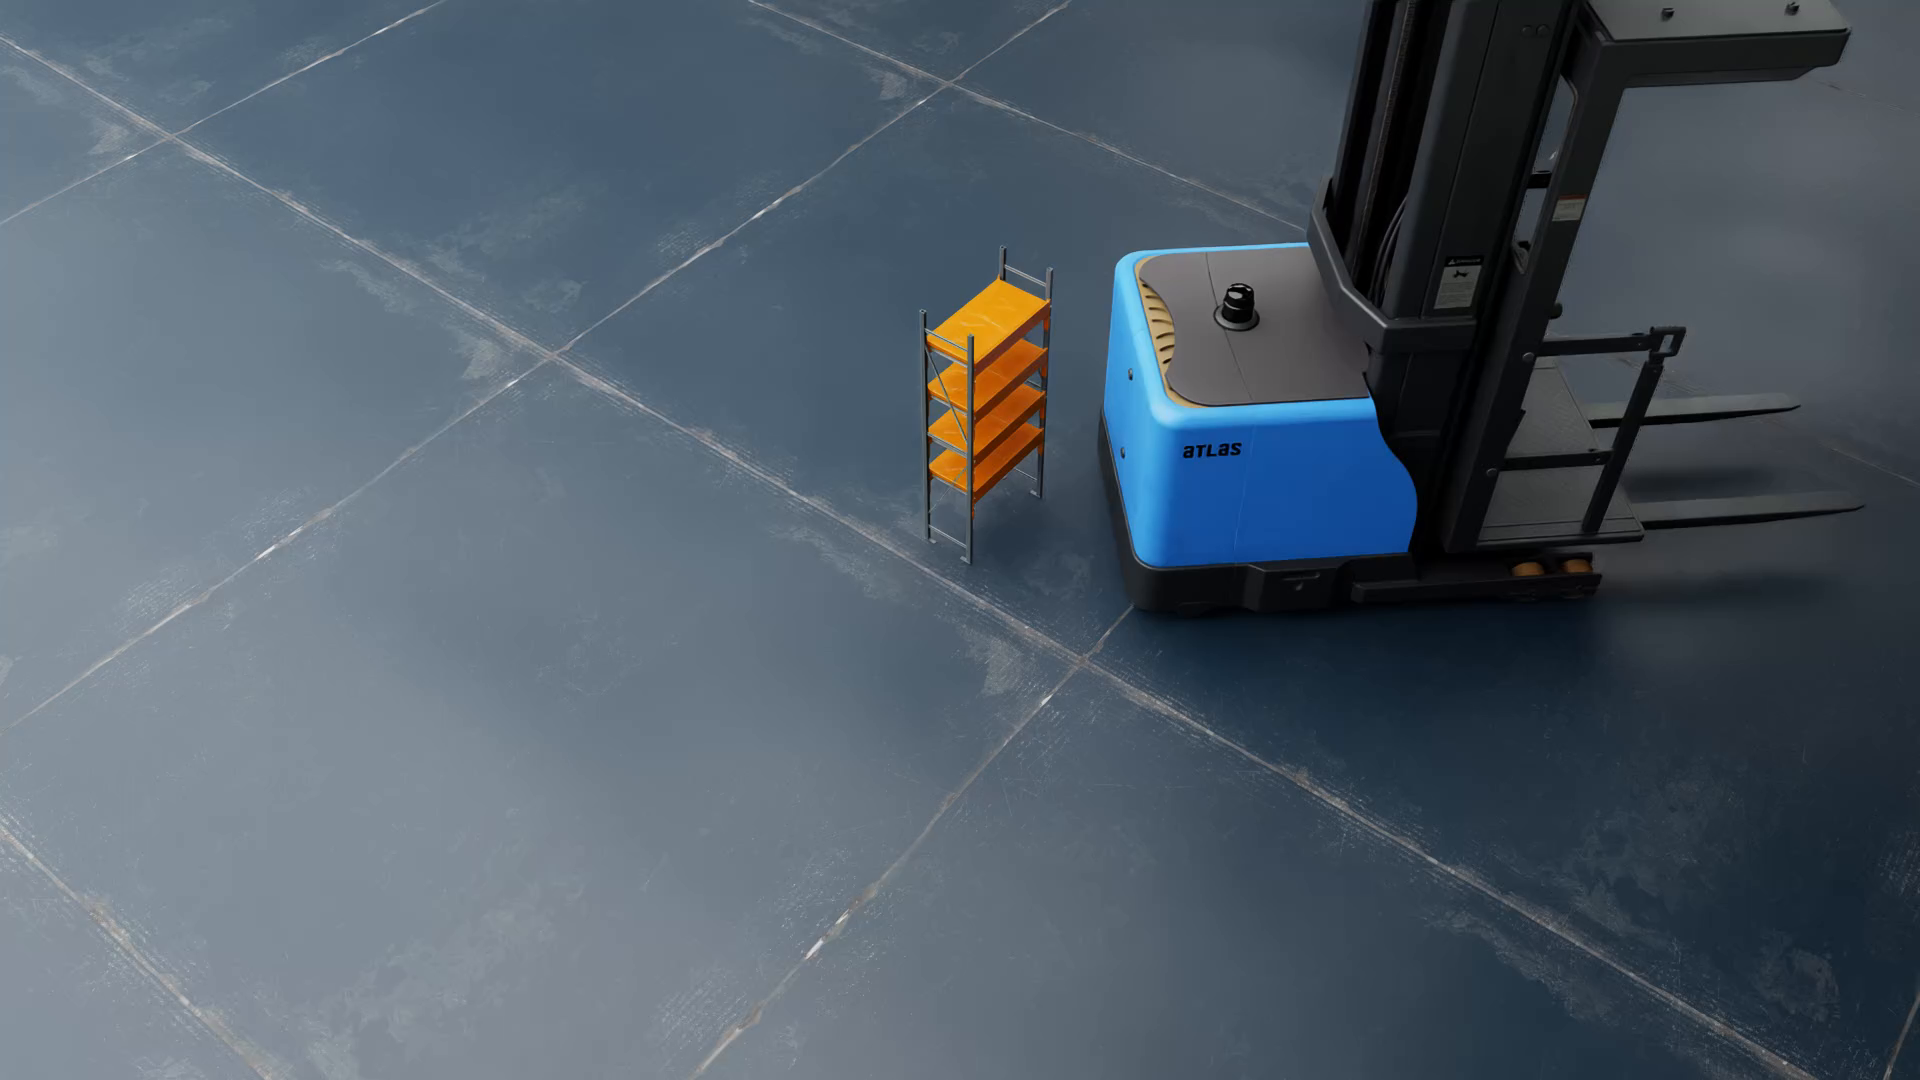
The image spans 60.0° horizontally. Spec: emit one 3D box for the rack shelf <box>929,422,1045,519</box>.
[{"bbox_3d":[0.101,-0.326,6.764,0.258,0.148,0.480,29,53,25],"label":"rack shelf"}]

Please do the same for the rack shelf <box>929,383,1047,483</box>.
[{"bbox_3d":[0.101,-0.463,6.620,0.258,0.148,0.480,29,53,25],"label":"rack shelf"}]

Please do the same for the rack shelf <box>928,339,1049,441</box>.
[{"bbox_3d":[0.101,-0.617,6.458,0.258,0.148,0.480,29,53,25],"label":"rack shelf"}]

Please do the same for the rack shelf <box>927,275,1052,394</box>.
[{"bbox_3d":[0.101,-0.781,6.287,0.258,0.148,0.480,29,53,25],"label":"rack shelf"}]

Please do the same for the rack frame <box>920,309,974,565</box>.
[{"bbox_3d":[-0.048,-0.370,6.438,0.240,1.200,0.015,29,53,25],"label":"rack frame"}]

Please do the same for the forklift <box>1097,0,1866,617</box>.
[{"bbox_3d":[2.139,-1.146,5.982,3.031,2.935,1.130,-4,46,-3],"label":"forklift"}]

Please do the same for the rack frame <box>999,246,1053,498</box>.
[{"bbox_3d":[0.250,-0.649,6.705,0.240,1.200,0.015,29,53,25],"label":"rack frame"}]

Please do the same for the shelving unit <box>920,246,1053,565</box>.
[{"bbox_3d":[0.101,-0.509,6.571,0.258,1.200,0.503,29,53,25],"label":"shelving unit"}]
